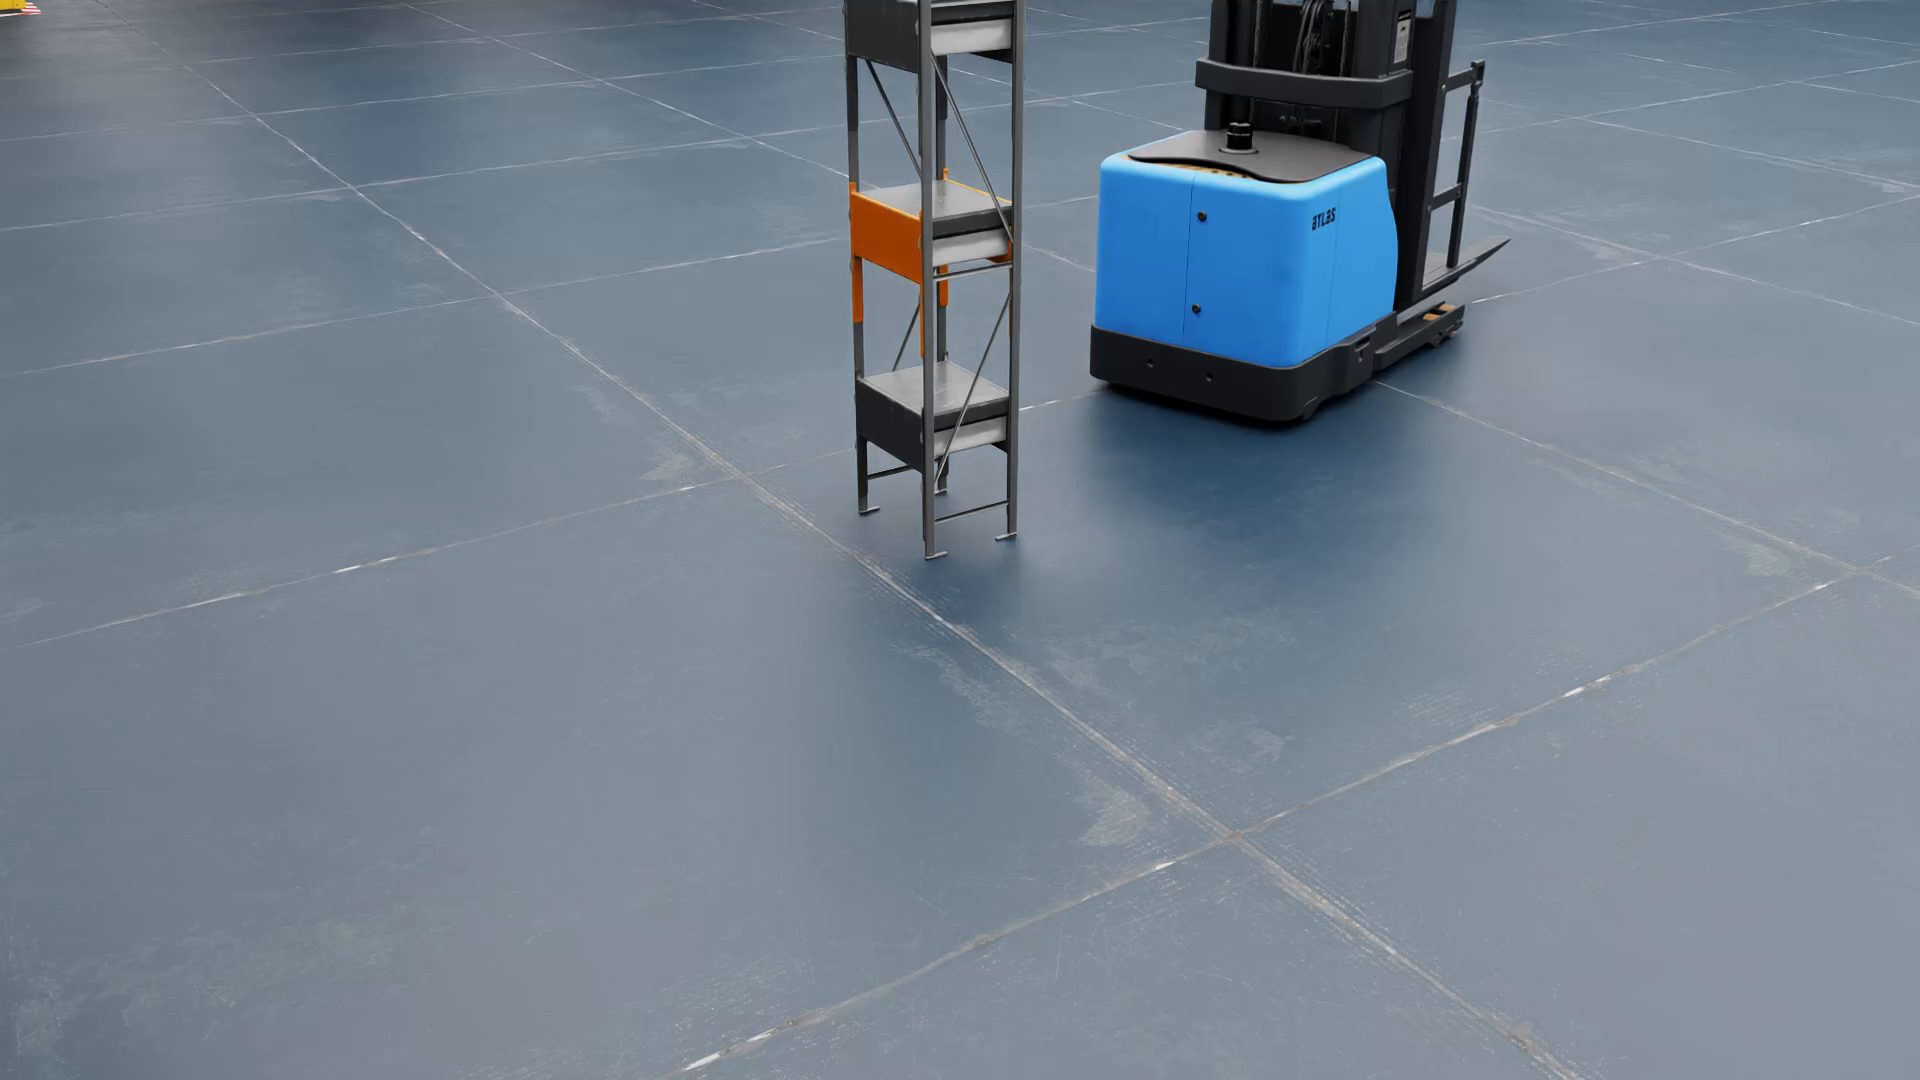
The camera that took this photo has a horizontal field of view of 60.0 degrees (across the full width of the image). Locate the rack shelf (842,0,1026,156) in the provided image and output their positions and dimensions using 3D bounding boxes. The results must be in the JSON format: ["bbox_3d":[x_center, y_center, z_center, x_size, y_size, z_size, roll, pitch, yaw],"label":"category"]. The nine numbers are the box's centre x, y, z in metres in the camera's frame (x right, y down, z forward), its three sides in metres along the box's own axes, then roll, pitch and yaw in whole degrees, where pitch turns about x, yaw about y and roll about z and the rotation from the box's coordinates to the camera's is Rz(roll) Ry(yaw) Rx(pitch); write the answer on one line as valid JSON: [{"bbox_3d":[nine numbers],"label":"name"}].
[{"bbox_3d":[-0.090,-1.629,5.634,0.431,0.518,0.480,-16,29,-30],"label":"rack shelf"}]

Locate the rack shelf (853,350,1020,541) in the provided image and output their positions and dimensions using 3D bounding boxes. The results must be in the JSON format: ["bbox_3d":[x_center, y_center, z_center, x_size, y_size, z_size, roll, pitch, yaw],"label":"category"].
[{"bbox_3d":[-0.090,-0.363,6.232,0.431,0.518,0.480,-16,29,-30],"label":"rack shelf"}]

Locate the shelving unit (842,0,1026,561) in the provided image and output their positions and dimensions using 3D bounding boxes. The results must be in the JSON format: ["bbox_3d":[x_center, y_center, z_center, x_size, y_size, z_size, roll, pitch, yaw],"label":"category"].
[{"bbox_3d":[-0.090,-1.009,5.927,0.431,2.100,0.503,-16,29,-30],"label":"shelving unit"}]

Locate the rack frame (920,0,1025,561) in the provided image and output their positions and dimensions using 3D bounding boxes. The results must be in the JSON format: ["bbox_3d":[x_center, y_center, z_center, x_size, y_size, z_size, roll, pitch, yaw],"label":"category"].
[{"bbox_3d":[0.043,-0.921,5.742,0.400,2.100,0.015,-16,29,-30],"label":"rack frame"}]

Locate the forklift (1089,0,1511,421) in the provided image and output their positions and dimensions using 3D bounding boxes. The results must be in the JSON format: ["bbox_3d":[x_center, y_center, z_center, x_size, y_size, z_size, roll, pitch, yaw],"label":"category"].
[{"bbox_3d":[1.900,-2.401,7.903,1.130,2.935,3.031,18,31,34],"label":"forklift"}]

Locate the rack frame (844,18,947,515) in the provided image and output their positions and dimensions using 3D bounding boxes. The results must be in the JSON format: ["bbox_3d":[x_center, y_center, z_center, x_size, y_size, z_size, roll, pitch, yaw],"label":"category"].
[{"bbox_3d":[-0.224,-1.096,6.112,0.400,2.100,0.015,-16,29,-30],"label":"rack frame"}]

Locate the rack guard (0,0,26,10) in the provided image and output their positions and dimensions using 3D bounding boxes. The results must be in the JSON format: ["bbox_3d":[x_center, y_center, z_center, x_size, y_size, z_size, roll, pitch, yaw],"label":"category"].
[{"bbox_3d":[-11.465,-6.355,19.126,1.175,0.500,0.348,-16,29,-30],"label":"rack guard"}]

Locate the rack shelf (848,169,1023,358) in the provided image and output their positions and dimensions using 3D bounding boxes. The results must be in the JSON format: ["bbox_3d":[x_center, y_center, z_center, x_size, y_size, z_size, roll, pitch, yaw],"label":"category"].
[{"bbox_3d":[-0.090,-0.996,5.933,0.431,0.518,0.480,-16,29,-30],"label":"rack shelf"}]
